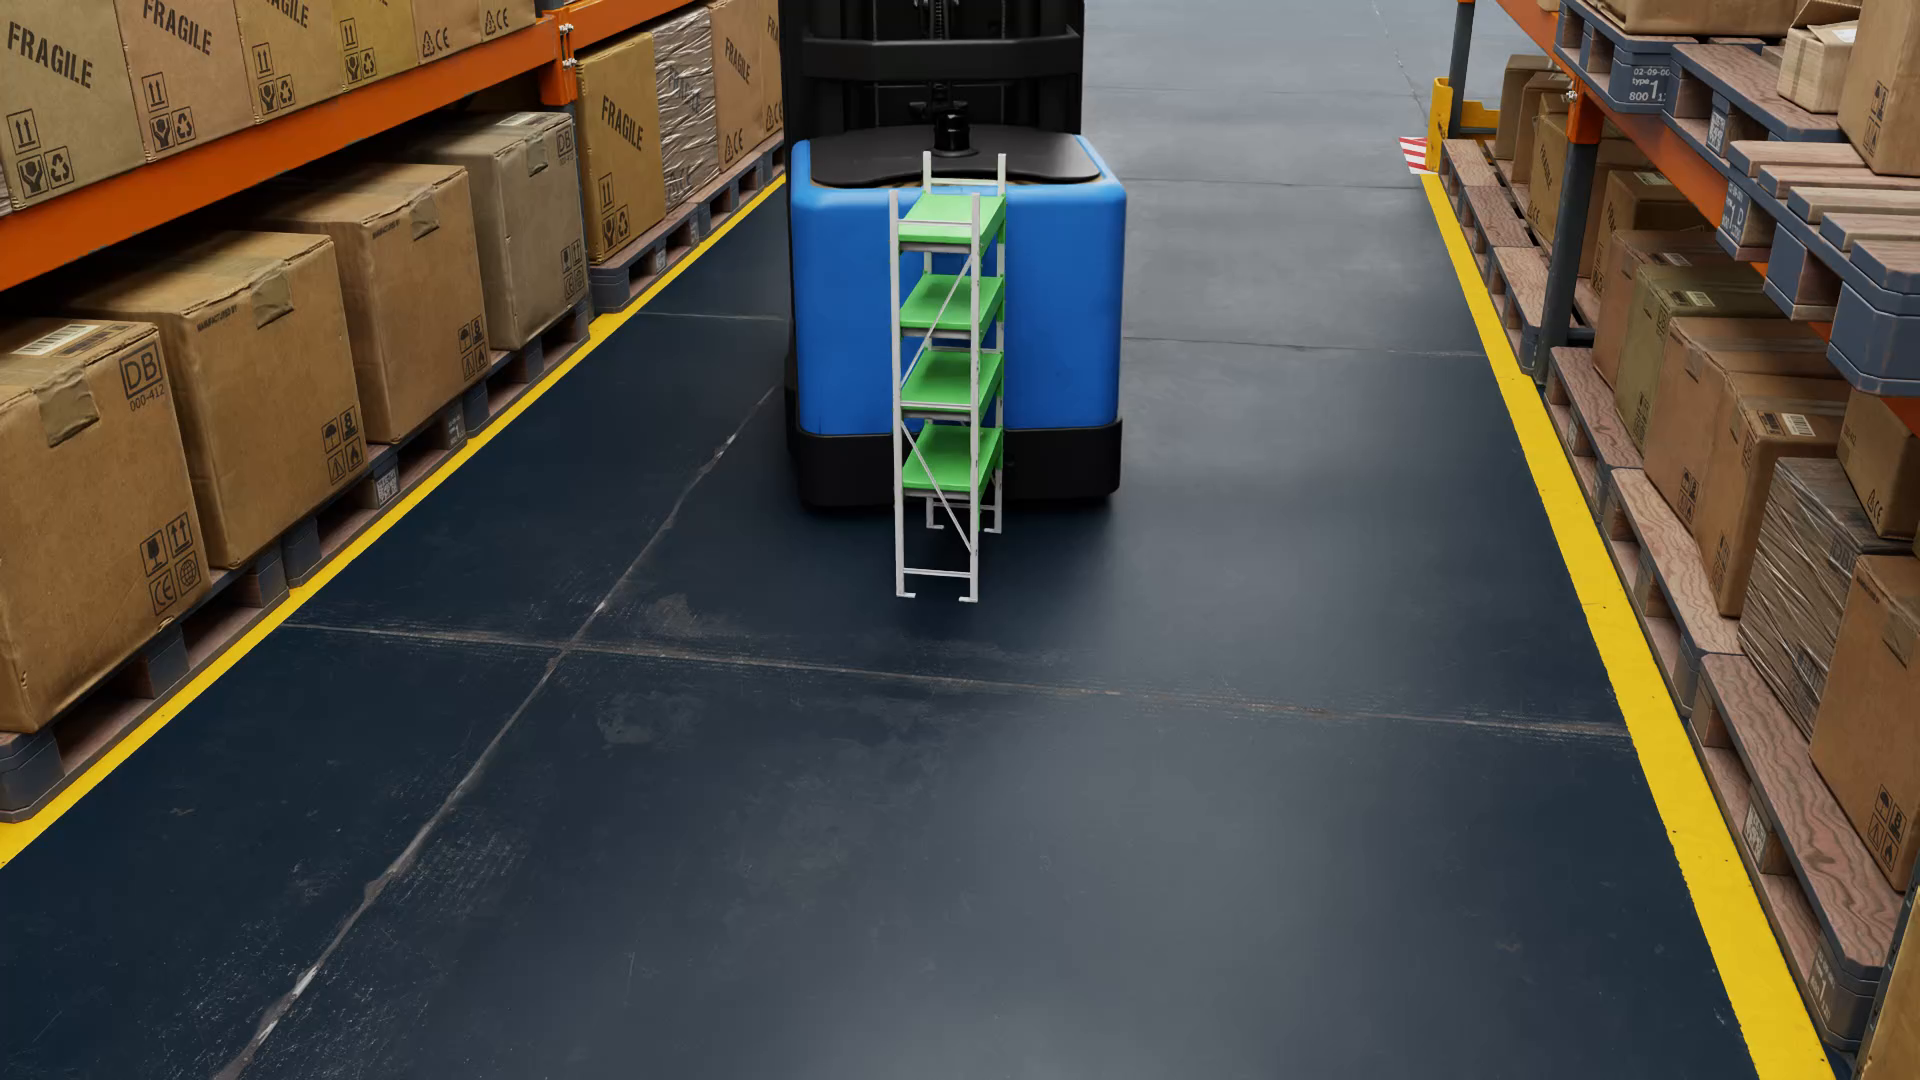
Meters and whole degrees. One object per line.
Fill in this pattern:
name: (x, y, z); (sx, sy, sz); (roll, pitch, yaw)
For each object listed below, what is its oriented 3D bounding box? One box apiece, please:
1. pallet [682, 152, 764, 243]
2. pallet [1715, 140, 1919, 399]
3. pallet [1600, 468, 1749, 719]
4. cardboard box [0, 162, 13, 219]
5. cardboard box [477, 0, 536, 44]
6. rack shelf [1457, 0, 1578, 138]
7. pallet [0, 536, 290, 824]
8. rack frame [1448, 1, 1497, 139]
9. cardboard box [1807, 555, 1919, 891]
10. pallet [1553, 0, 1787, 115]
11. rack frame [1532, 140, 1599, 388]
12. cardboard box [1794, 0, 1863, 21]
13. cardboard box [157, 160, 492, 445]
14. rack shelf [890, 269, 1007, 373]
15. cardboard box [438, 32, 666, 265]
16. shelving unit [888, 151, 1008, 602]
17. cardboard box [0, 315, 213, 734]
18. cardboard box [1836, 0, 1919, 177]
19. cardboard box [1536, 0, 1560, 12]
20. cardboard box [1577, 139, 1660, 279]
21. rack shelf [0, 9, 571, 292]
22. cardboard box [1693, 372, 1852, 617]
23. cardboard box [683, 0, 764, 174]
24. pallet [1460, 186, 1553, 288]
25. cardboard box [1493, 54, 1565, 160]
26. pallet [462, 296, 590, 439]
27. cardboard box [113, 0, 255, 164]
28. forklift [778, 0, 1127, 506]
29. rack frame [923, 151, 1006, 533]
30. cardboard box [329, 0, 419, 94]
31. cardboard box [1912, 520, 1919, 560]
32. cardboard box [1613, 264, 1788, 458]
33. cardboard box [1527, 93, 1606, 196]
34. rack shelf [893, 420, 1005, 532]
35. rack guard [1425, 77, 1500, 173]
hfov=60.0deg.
pallet: (-1.710, -1.896, 9.052); (1.003, 0.211, 1.213); (4, 25, 9)
pallet: (2.126, -0.494, 2.994); (1.213, 0.211, 1.003); (4, 25, 9)
pallet: (2.445, 0.152, 4.677); (1.003, 0.211, 1.213); (4, 25, 9)
cardboard box: (-2.423, -0.876, 3.465); (0.500, 0.500, 0.500); (4, 25, 9)
cardboard box: (-1.930, -2.143, 6.172); (0.500, 0.500, 0.500); (4, 25, 8)
rack shelf: (3.095, -2.459, 7.815); (1.077, 0.370, 4.000); (4, 25, 9)
pallet: (-2.559, 0.277, 4.410); (1.003, 0.211, 1.213); (4, 25, 9)
rack frame: (3.422, -3.622, 9.449); (1.000, 3.000, 0.127); (4, 25, 9)
cardboard box: (2.204, 0.375, 3.339); (0.700, 0.500, 0.500); (3, 25, 6)
pallet: (2.500, -1.552, 5.254); (1.003, 0.211, 1.213); (4, 25, 9)
rack frame: (2.768, -1.949, 5.875); (1.000, 3.000, 0.127); (4, 25, 9)
cardboard box: (2.576, -1.454, 4.201); (0.797, 0.503, 0.637); (7, 26, 14)
cardboard box: (-2.283, -0.837, 5.658); (1.050, 0.750, 0.750); (4, 25, 9)
rack shelf: (-0.027, -0.634, 4.773); (0.258, 0.148, 0.480); (4, 25, 9)
cardboard box: (-1.937, -1.821, 7.612); (0.875, 0.875, 0.875); (4, 25, 9)
shelving unit: (-0.027, -0.474, 4.848); (0.258, 1.200, 0.503); (4, 25, 9)
cardboard box: (-2.574, -0.081, 4.044); (1.050, 0.750, 0.750); (4, 25, 8)
cardboard box: (2.156, -0.980, 3.193); (0.700, 0.500, 0.500); (8, 26, 16)
cardboard box: (2.595, -2.262, 6.840); (0.380, 0.149, 0.250); (4, 25, 9)
cardboard box: (2.959, -1.411, 7.180); (0.500, 0.500, 0.500); (13, 28, 25)
rack shelf: (-2.435, -1.172, 5.065); (1.077, 0.370, 4.000); (4, 25, 9)
cardboard box: (2.368, -0.095, 4.344); (0.700, 0.500, 0.500); (6, 26, 13)
cardboard box: (-1.642, -2.579, 9.233); (0.875, 0.875, 0.875); (4, 25, 8)
pallet: (3.040, -1.481, 8.165); (1.003, 0.211, 1.213); (4, 25, 9)
cardboard box: (3.303, -2.420, 9.334); (0.500, 0.500, 0.500); (9, 27, 18)
pallet: (-2.160, -0.744, 6.590); (1.003, 0.211, 1.213); (4, 25, 9)
cardboard box: (-2.259, -1.300, 4.371); (0.500, 0.500, 0.500); (4, 25, 8)
forklift: (-0.124, -2.024, 6.116); (1.130, 2.935, 3.031); (-2, 25, -5)
rack frame: (0.013, -0.576, 5.066); (0.240, 1.200, 0.015); (4, 25, 9)
cardboard box: (-2.095, -1.720, 5.269); (0.500, 0.500, 0.500); (4, 25, 9)
cardboard box: (2.194, 0.035, 3.182); (0.500, 0.250, 0.500); (5, 26, 11)
cardboard box: (2.550, -0.562, 5.343); (0.700, 0.500, 0.500); (4, 25, 8)
cardboard box: (3.118, -1.907, 8.239); (0.500, 0.500, 0.500); (6, 26, 13)
rack shelf: (-0.027, -0.199, 4.977); (0.258, 0.148, 0.480); (4, 25, 9)
rack guard: (3.409, -2.458, 9.911); (1.175, 0.500, 0.348); (4, 25, 9)
